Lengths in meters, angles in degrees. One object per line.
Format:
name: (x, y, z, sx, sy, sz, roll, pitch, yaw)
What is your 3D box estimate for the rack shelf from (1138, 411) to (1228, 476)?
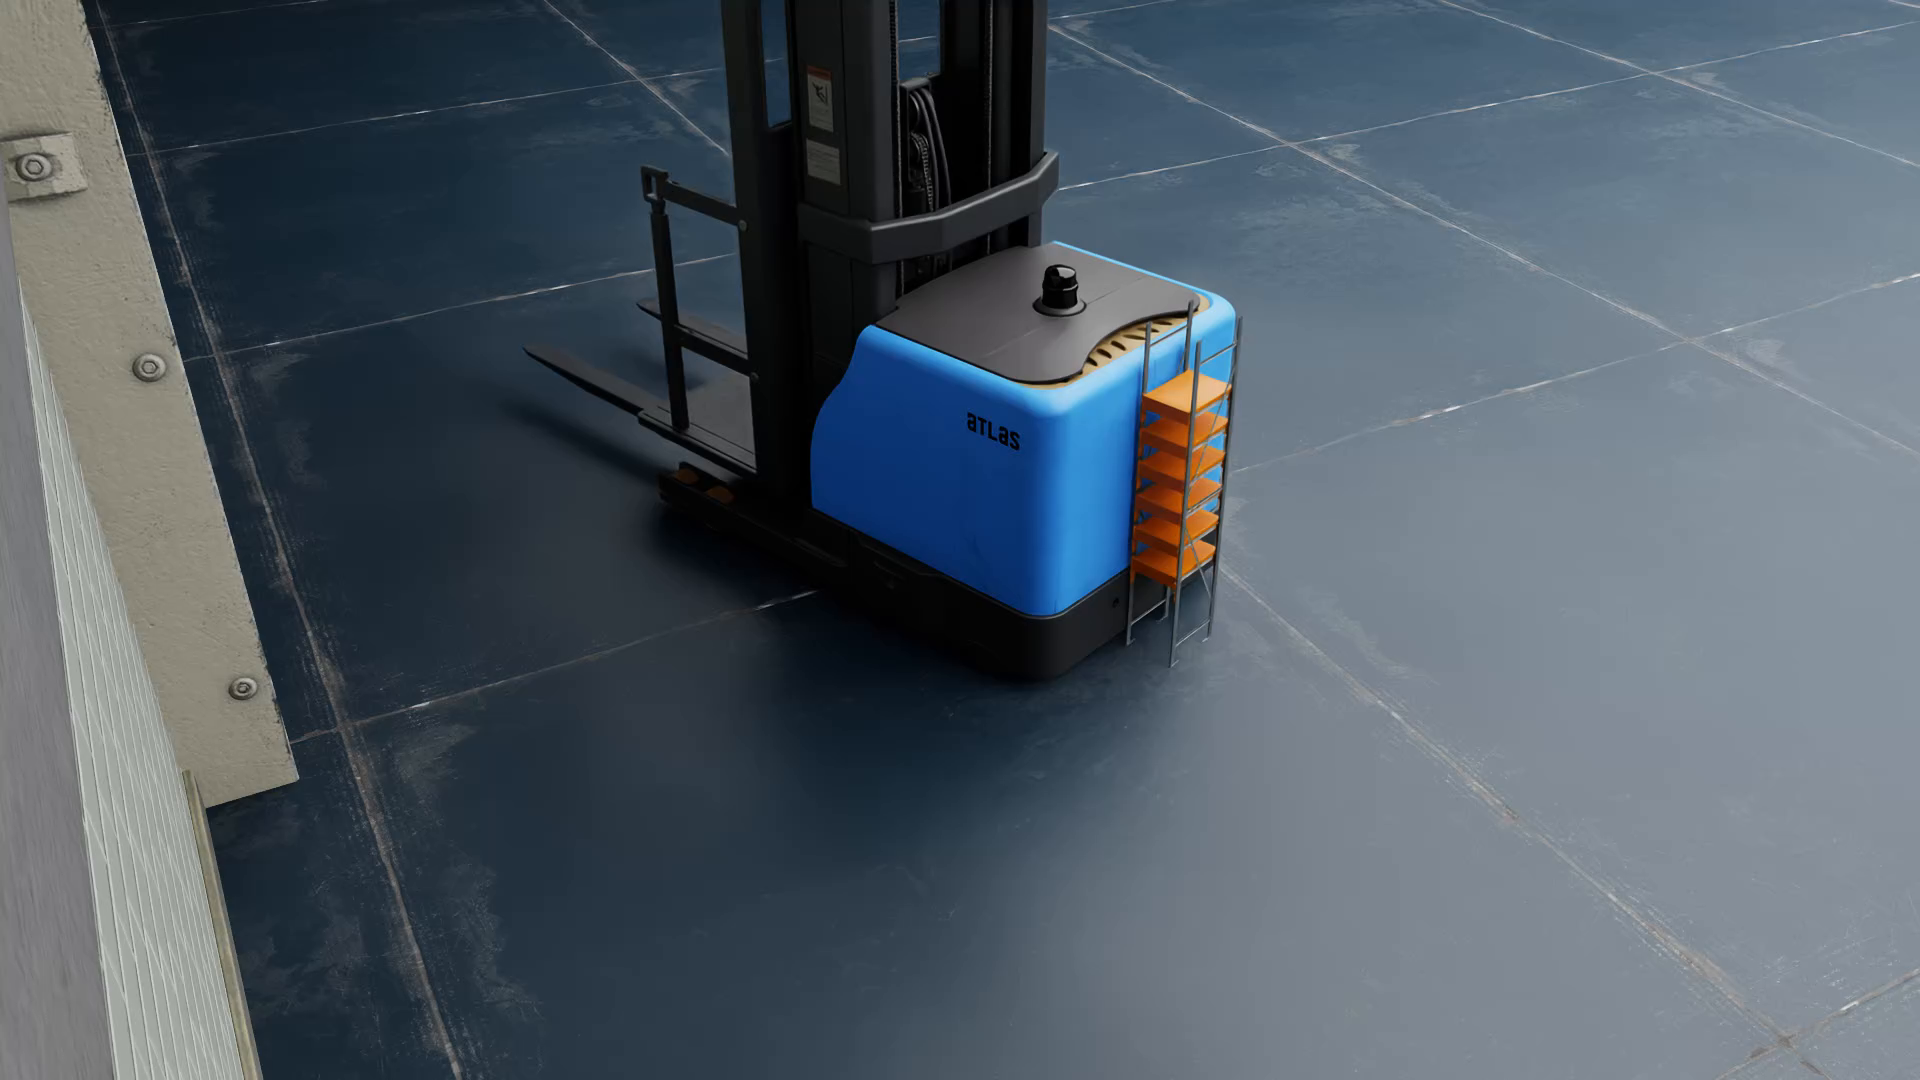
rack shelf: (0.710, -0.324, 5.235, 0.180, 0.103, 0.258, 26, 41, 34)

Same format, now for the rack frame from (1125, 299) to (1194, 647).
rack frame: (0.642, -0.192, 5.392, 0.006, 1.200, 0.240, 26, 41, 34)

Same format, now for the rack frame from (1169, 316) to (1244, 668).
rack frame: (0.778, -0.126, 5.289, 0.006, 1.200, 0.240, 26, 41, 34)

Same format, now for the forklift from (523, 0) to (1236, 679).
forklift: (-0.512, -1.456, 5.760, 3.031, 2.935, 1.130, 26, 41, 34)

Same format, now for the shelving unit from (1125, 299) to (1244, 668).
shelving unit: (0.710, -0.159, 5.341, 0.189, 1.200, 0.258, 26, 41, 34)

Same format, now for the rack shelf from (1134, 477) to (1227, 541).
rack shelf: (0.710, -0.121, 5.365, 0.180, 0.103, 0.258, 26, 41, 34)

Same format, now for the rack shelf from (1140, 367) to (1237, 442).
rack shelf: (0.710, -0.425, 5.170, 0.180, 0.103, 0.258, 26, 41, 34)

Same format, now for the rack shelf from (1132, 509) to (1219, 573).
rack shelf: (0.710, -0.020, 5.429, 0.180, 0.103, 0.258, 26, 41, 34)

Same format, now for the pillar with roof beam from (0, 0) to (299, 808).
pillar with roof beam: (1.568, -4.197, 4.414, 9.100, 9.000, 0.400, -16, 36, -23)

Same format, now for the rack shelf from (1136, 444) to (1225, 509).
rack shelf: (0.710, -0.223, 5.300, 0.180, 0.103, 0.258, 26, 41, 34)

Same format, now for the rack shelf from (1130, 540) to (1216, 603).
rack shelf: (0.710, 0.081, 5.494, 0.180, 0.103, 0.258, 26, 41, 34)
